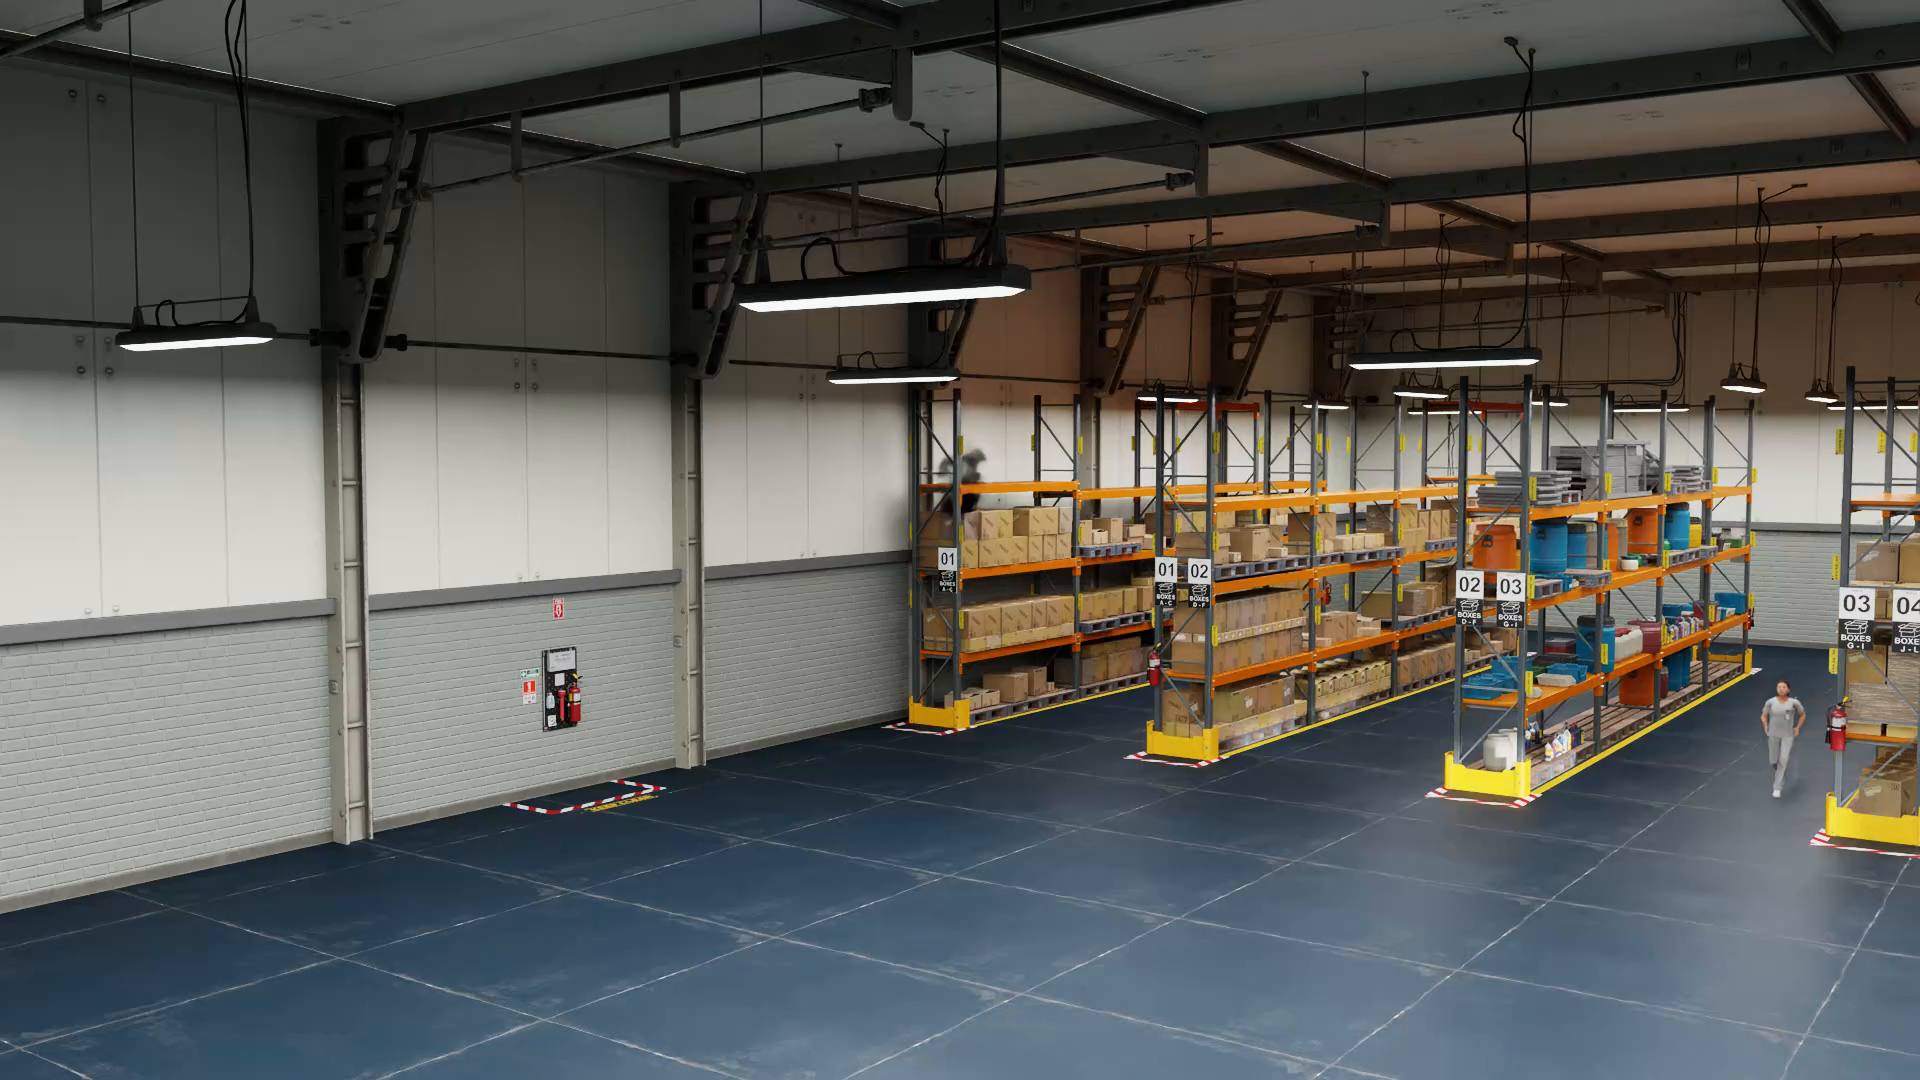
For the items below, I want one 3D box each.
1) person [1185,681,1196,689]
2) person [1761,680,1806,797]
[{"bbox_3d":[4.340,2.459,30.393,0.620,1.614,0.843,2,4,31],"label":"person"},{"bbox_3d":[11.838,2.830,23.931,0.576,1.652,0.809,2,4,33],"label":"person"}]
